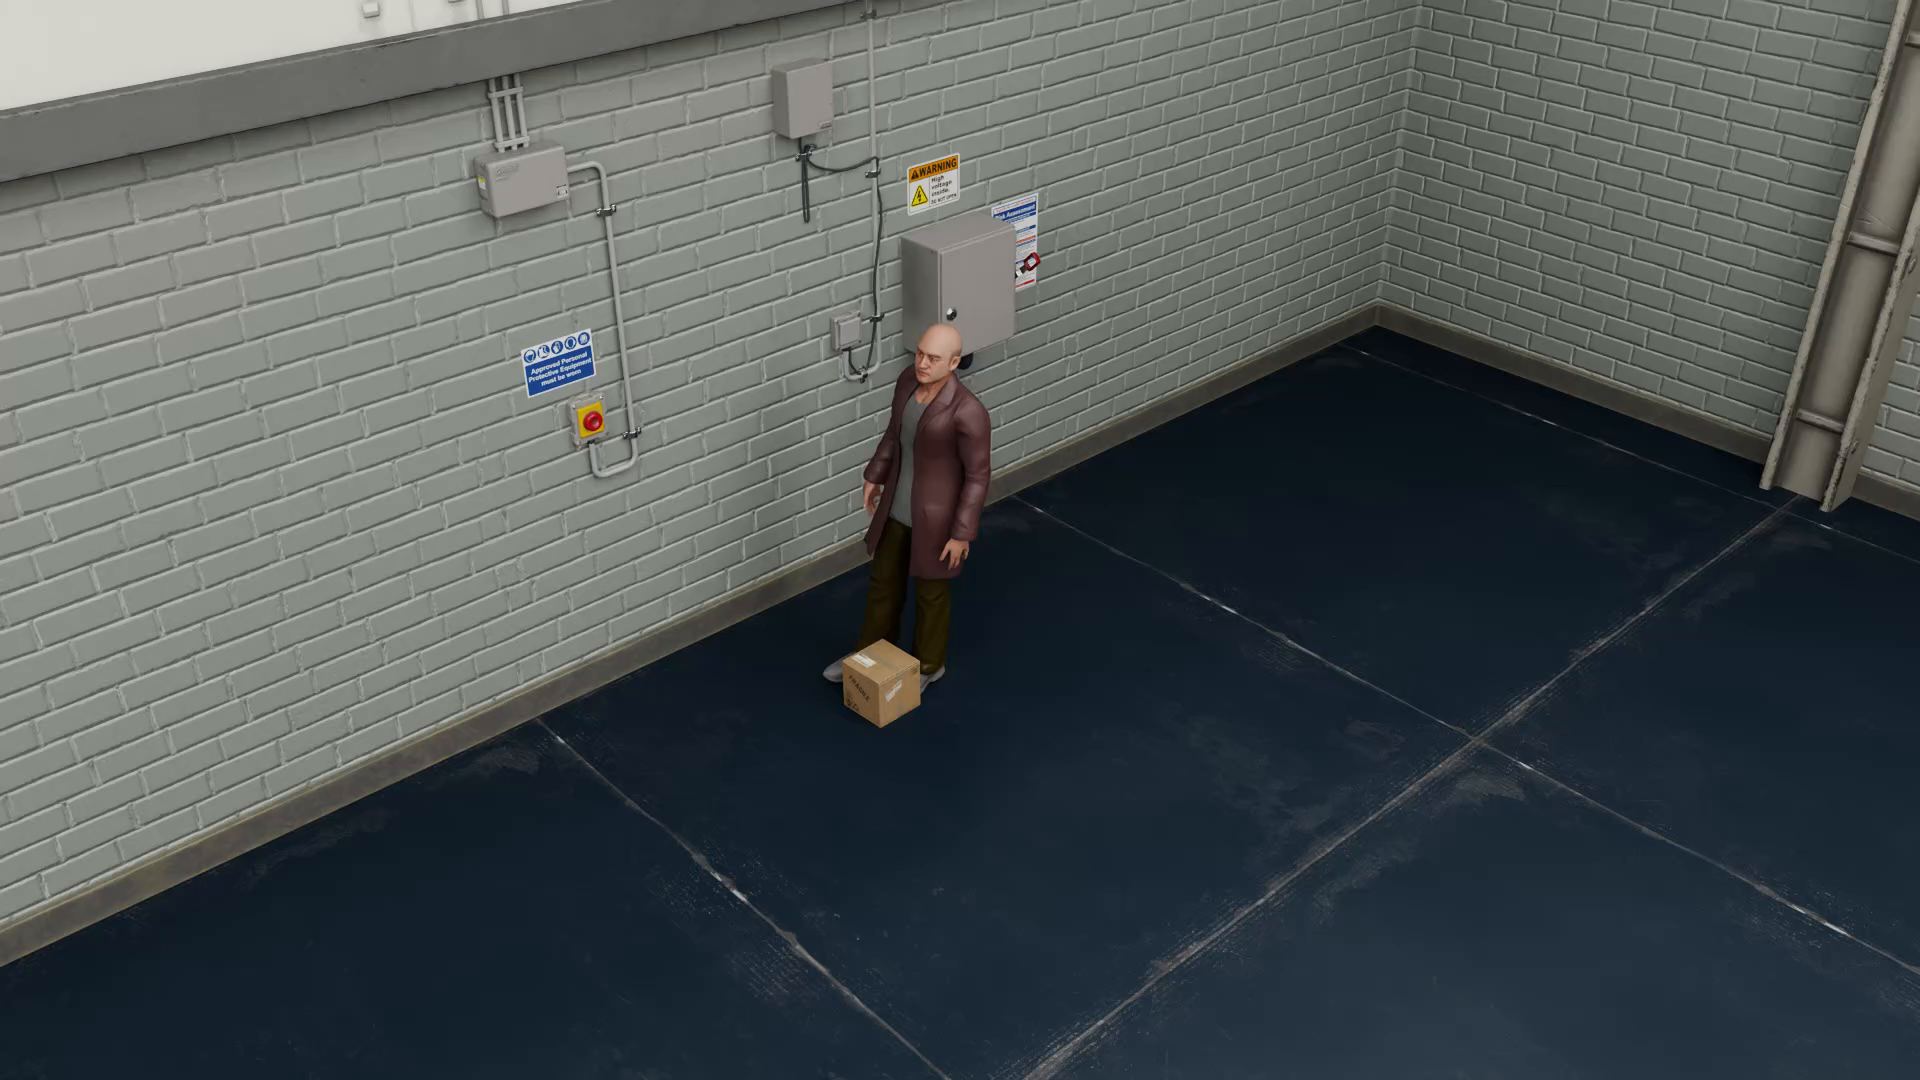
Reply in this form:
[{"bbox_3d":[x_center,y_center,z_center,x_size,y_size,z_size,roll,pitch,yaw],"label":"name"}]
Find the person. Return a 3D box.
[{"bbox_3d":[-0.229,-0.087,7.275,0.581,1.776,0.694,-26,40,-35],"label":"person"}]
